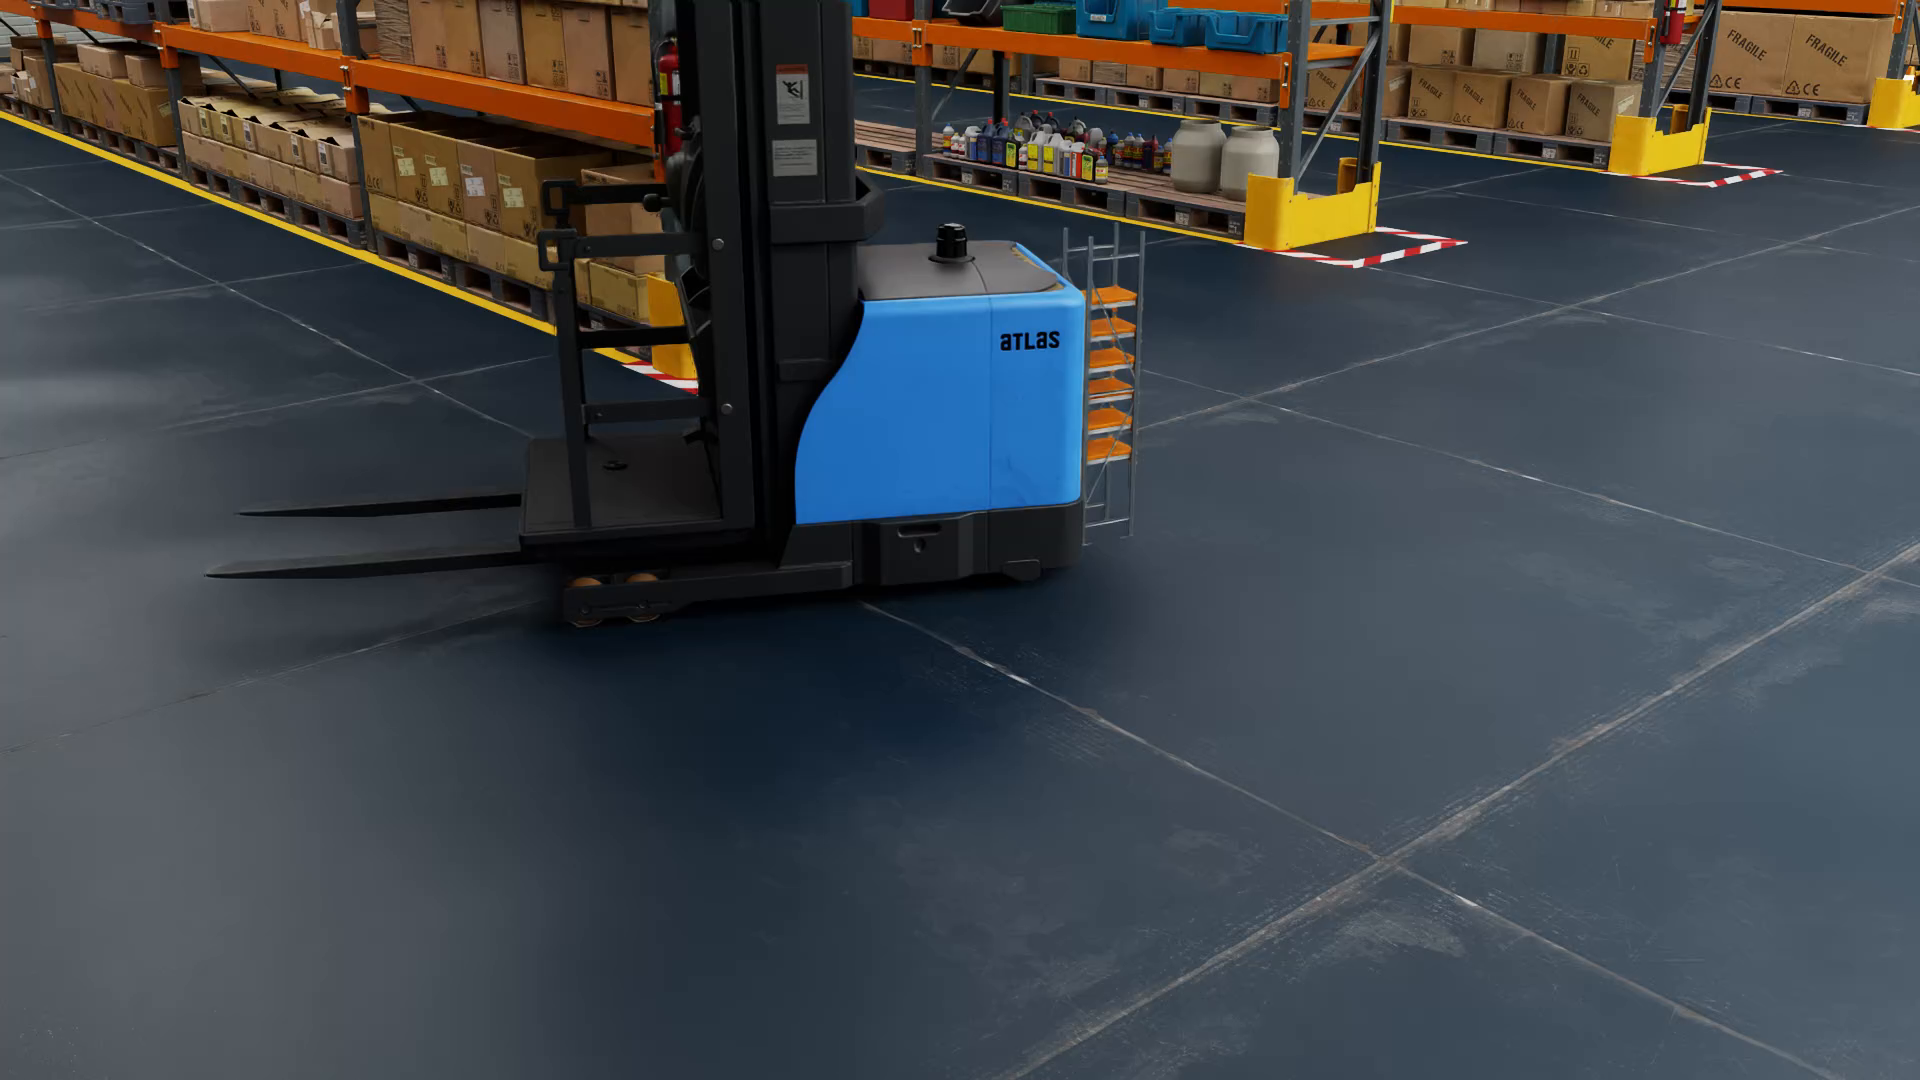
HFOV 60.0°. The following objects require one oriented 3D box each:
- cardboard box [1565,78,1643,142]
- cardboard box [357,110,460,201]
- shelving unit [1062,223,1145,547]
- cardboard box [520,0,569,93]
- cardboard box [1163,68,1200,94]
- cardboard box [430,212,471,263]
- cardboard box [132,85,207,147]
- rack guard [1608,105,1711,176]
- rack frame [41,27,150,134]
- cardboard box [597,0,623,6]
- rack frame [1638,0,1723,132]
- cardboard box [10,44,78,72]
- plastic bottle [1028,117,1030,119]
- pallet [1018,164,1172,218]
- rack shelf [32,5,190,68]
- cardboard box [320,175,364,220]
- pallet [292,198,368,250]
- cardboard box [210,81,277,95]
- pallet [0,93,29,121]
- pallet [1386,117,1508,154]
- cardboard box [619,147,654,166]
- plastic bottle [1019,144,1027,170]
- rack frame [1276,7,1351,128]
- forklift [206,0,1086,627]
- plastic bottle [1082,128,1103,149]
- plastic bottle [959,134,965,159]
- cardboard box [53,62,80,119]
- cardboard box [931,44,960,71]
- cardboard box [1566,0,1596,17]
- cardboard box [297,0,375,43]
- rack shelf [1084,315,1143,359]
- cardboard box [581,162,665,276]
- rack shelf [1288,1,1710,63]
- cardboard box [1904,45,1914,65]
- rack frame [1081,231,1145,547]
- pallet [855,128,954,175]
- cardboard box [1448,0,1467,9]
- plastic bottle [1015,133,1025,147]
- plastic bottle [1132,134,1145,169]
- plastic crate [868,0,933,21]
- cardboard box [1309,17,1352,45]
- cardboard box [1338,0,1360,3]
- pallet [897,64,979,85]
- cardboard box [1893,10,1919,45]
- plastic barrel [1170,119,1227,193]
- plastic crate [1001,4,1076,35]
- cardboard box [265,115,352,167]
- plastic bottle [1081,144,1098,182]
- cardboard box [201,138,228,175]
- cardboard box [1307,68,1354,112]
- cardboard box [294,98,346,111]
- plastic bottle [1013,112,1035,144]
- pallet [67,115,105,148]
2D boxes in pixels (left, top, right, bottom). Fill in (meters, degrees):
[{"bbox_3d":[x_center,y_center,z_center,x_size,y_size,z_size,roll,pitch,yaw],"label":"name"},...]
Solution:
[{"bbox_3d":[5.996,-3.979,15.382,0.500,0.500,0.500,-12,24,-28],"label":"cardboard box"},{"bbox_3d":[-3.662,-2.581,11.126,0.500,0.500,0.500,-17,27,-37],"label":"cardboard box"},{"bbox_3d":[0.528,-0.581,6.322,0.258,1.200,0.189,-10,24,-24],"label":"shelving unit"},{"bbox_3d":[-2.077,-2.875,9.574,0.700,0.500,0.500,-17,27,-37],"label":"cardboard box"},{"bbox_3d":[2.733,-5.383,18.938,0.500,0.500,0.700,20,29,41],"label":"cardboard box"},{"bbox_3d":[-3.009,-1.955,10.557,0.500,0.250,0.500,-17,27,-37],"label":"cardboard box"},{"bbox_3d":[-7.126,-3.868,15.070,0.500,0.500,0.500,-16,27,-35],"label":"cardboard box"},{"bbox_3d":[6.342,-3.628,15.062,1.175,0.500,0.348,-17,27,-37],"label":"rack guard"},{"bbox_3d":[-8.949,-5.729,16.999,1.000,3.000,0.127,-17,27,-37],"label":"rack frame"},{"bbox_3d":[-1.682,-2.895,8.735,0.380,0.149,0.250,-17,27,-36],"label":"cardboard box"},{"bbox_3d":[6.391,-4.771,14.552,1.000,3.000,0.127,-17,27,-37],"label":"rack frame"},{"bbox_3d":[-10.179,-5.290,18.696,0.797,0.503,0.637,-17,27,-37],"label":"cardboard box"},{"bbox_3d":[0.592,-3.583,14.640,0.061,0.283,0.133,-16,26,-35],"label":"plastic bottle"},{"bbox_3d":[1.235,-2.866,13.512,1.003,0.211,1.213,-17,27,-37],"label":"pallet"},{"bbox_3d":[-7.644,-4.842,15.719,1.077,0.370,4.000,-17,27,-37],"label":"rack shelf"},{"bbox_3d":[-4.217,-2.480,11.897,0.500,0.250,0.500,-18,28,-38],"label":"cardboard box"},{"bbox_3d":[-4.238,-2.415,12.360,1.003,0.211,1.213,-17,27,-37],"label":"pallet"},{"bbox_3d":[-6.419,-3.859,15.048,0.500,0.500,0.500,-16,27,-35],"label":"cardboard box"},{"bbox_3d":[-10.197,-4.958,18.853,1.003,0.211,1.213,-17,27,-37],"label":"pallet"},{"bbox_3d":[5.046,-4.063,16.569,1.003,0.211,1.213,-17,27,-37],"label":"pallet"},{"bbox_3d":[-1.625,-2.017,9.687,0.500,0.500,0.500,-17,27,-37],"label":"cardboard box"},{"bbox_3d":[0.531,-3.141,13.625,0.097,0.201,0.097,0,21,0],"label":"plastic bottle"},{"bbox_3d":[3.780,-5.876,17.374,1.000,3.000,0.127,-17,27,-37],"label":"rack frame"},{"bbox_3d":[-1.121,-1.276,5.722,3.031,2.935,1.130,-5,22,-11],"label":"forklift"},{"bbox_3d":[1.106,-3.336,14.021,0.152,0.276,0.135,-17,27,-36],"label":"plastic bottle"},{"bbox_3d":[0.037,-3.350,14.159,0.097,0.201,0.097,0,21,0],"label":"plastic bottle"},{"bbox_3d":[-8.818,-4.579,16.885,0.500,0.500,0.500,-19,28,-40],"label":"cardboard box"},{"bbox_3d":[0.158,-6.631,21.639,1.225,0.875,0.875,-17,27,-37],"label":"cardboard box"},{"bbox_3d":[5.684,-4.810,14.995,0.380,0.149,0.250,-17,27,-37],"label":"cardboard box"},{"bbox_3d":[-4.560,-3.927,12.261,0.500,0.500,0.500,-15,26,-34],"label":"cardboard box"},{"bbox_3d":[0.528,-0.763,6.251,0.258,0.103,0.180,-10,24,-24],"label":"rack shelf"},{"bbox_3d":[-1.692,-1.756,9.019,0.500,0.500,0.500,-17,27,-37],"label":"cardboard box"},{"bbox_3d":[5.086,-4.989,16.094,1.077,0.370,4.000,-17,27,-37],"label":"rack shelf"},{"bbox_3d":[12.489,-6.493,22.143,0.500,0.250,0.500,-19,28,-39],"label":"cardboard box"},{"bbox_3d":[0.568,-0.551,6.246,0.240,1.200,0.006,-10,24,-24],"label":"rack frame"},{"bbox_3d":[-0.514,-3.606,15.402,1.003,0.211,1.213,-17,27,-37],"label":"pallet"},{"bbox_3d":[4.879,-5.159,15.886,0.380,0.149,0.250,-17,27,-37],"label":"cardboard box"},{"bbox_3d":[0.488,-3.226,13.745,0.097,0.271,0.097,0,21,0],"label":"plastic bottle"},{"bbox_3d":[1.468,-3.196,13.669,0.097,0.271,0.097,0,21,0],"label":"plastic bottle"},{"bbox_3d":[-0.520,-4.788,14.507,0.402,0.464,0.583,-17,27,-37],"label":"plastic crate"},{"bbox_3d":[5.322,-7.093,22.988,1.050,0.750,0.750,-18,28,-38],"label":"cardboard box"},{"bbox_3d":[4.030,-5.494,16.741,0.380,0.149,0.250,-17,27,-37],"label":"cardboard box"},{"bbox_3d":[-0.081,-6.256,22.166,1.003,0.211,1.213,-17,27,-37],"label":"pallet"},{"bbox_3d":[12.511,-6.838,21.997,0.500,0.500,0.500,-18,28,-39],"label":"cardboard box"},{"bbox_3d":[1.824,-2.931,12.690,0.421,0.512,0.421,0,21,0],"label":"plastic barrel"},{"bbox_3d":[0.700,-4.156,13.273,0.450,0.188,0.662,-17,27,-37],"label":"plastic crate"},{"bbox_3d":[-4.877,-3.020,12.506,0.500,0.311,0.500,-18,27,-38],"label":"cardboard box"},{"bbox_3d":[1.018,-2.963,13.057,0.061,0.283,0.133,-17,27,-36],"label":"plastic bottle"},{"bbox_3d":[-5.890,-3.186,13.700,0.500,0.250,0.500,-18,28,-39],"label":"cardboard box"},{"bbox_3d":[4.011,-4.788,17.447,0.500,0.500,0.500,-18,28,-39],"label":"cardboard box"},{"bbox_3d":[-5.138,-3.432,13.559,0.500,0.311,0.500,-18,27,-38],"label":"cardboard box"},{"bbox_3d":[0.557,-3.525,14.400,0.144,0.351,0.185,-17,27,-37],"label":"plastic bottle"},{"bbox_3d":[-8.389,-4.215,16.956,1.003,0.211,1.213,-17,27,-37],"label":"pallet"}]
